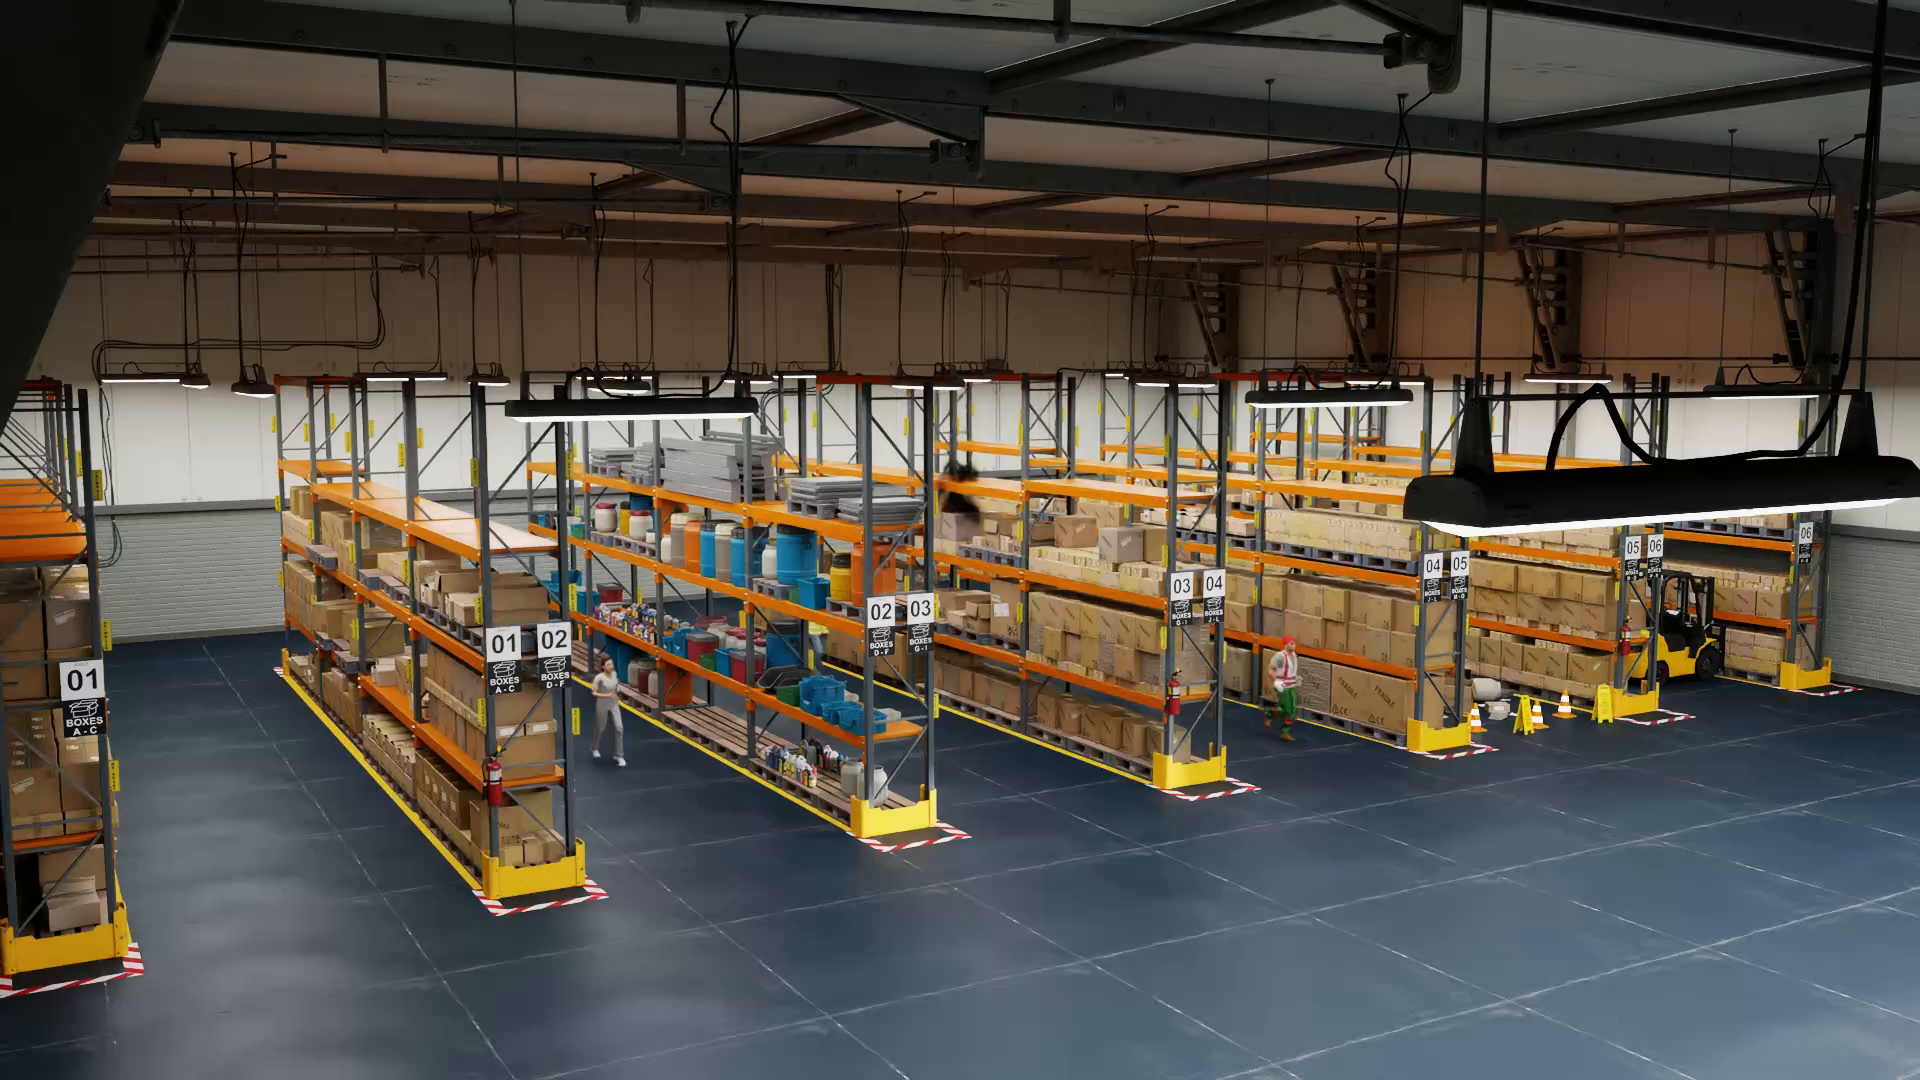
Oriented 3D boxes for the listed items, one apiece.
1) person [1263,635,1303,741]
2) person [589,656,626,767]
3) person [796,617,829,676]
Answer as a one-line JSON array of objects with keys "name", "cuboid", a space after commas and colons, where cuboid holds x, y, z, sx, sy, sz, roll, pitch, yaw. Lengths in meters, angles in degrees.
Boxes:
[{"name": "person", "cuboid": [5.389, 2.441, 27.735, 0.680, 1.746, 0.626, -6, 9, -43]}, {"name": "person", "cuboid": [-5.548, 2.650, 26.021, 0.518, 1.696, 0.887, -5, 8, -37]}, {"name": "person", "cuboid": [-2.785, 1.886, 32.645, 0.678, 1.827, 0.777, -4, 8, -35]}]
